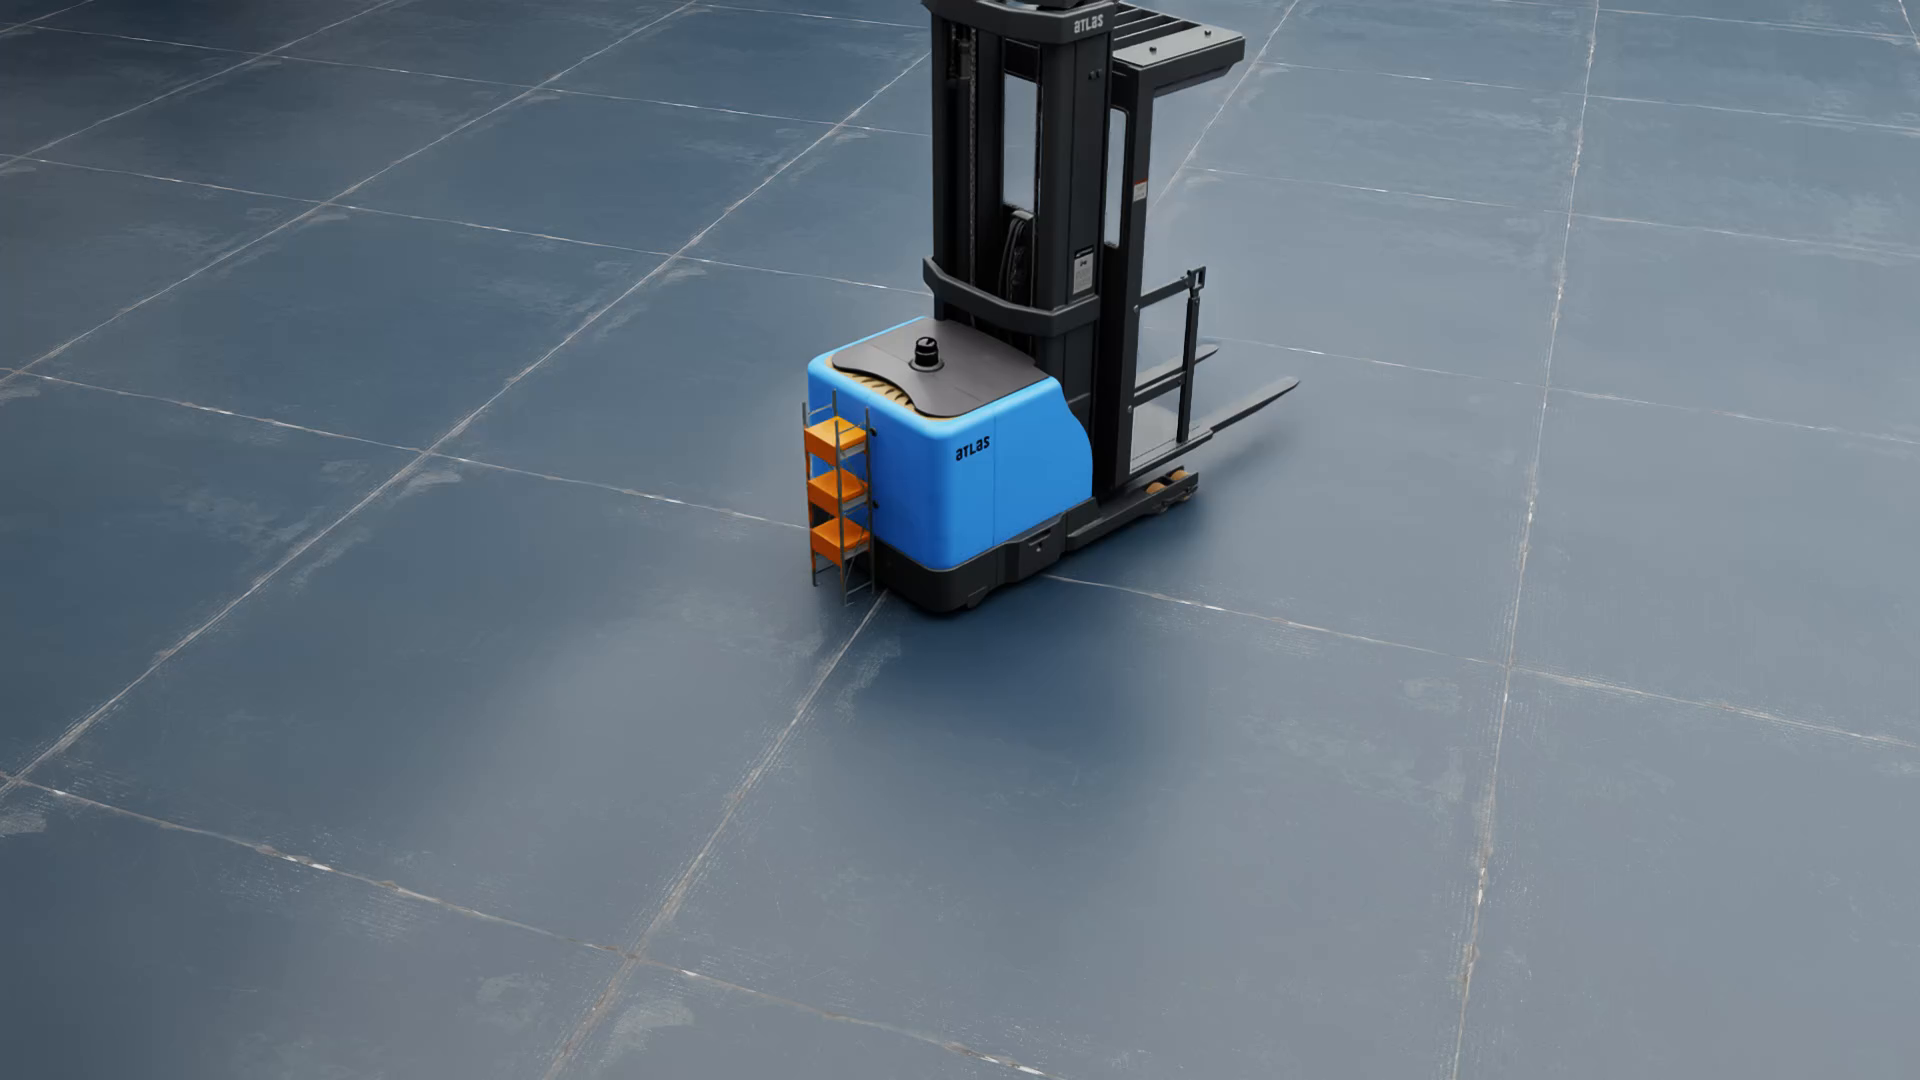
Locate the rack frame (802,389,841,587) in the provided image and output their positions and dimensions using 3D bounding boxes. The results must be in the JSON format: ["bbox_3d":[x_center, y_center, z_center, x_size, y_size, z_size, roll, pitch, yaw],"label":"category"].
[{"bbox_3d":[-0.667,-0.240,8.154,0.200,1.050,0.008,-27,41,-35],"label":"rack frame"}]

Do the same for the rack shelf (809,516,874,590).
[{"bbox_3d":[-0.584,0.051,8.235,0.215,0.259,0.240,-27,41,-35],"label":"rack shelf"}]

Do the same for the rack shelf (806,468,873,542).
[{"bbox_3d":[-0.584,-0.183,8.085,0.215,0.259,0.240,-27,41,-35],"label":"rack shelf"}]

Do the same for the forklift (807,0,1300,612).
[{"bbox_3d":[0.661,-1.560,8.464,3.031,2.935,1.130,-26,41,-35],"label":"forklift"}]

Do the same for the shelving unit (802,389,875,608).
[{"bbox_3d":[-0.584,-0.192,8.079,0.215,1.050,0.252,-27,41,-35],"label":"shelving unit"}]

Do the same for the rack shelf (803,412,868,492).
[{"bbox_3d":[-0.584,-0.421,7.930,0.215,0.259,0.240,-27,41,-35],"label":"rack shelf"}]

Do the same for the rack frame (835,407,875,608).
[{"bbox_3d":[-0.502,-0.143,8.003,0.200,1.050,0.008,-27,41,-35],"label":"rack frame"}]
